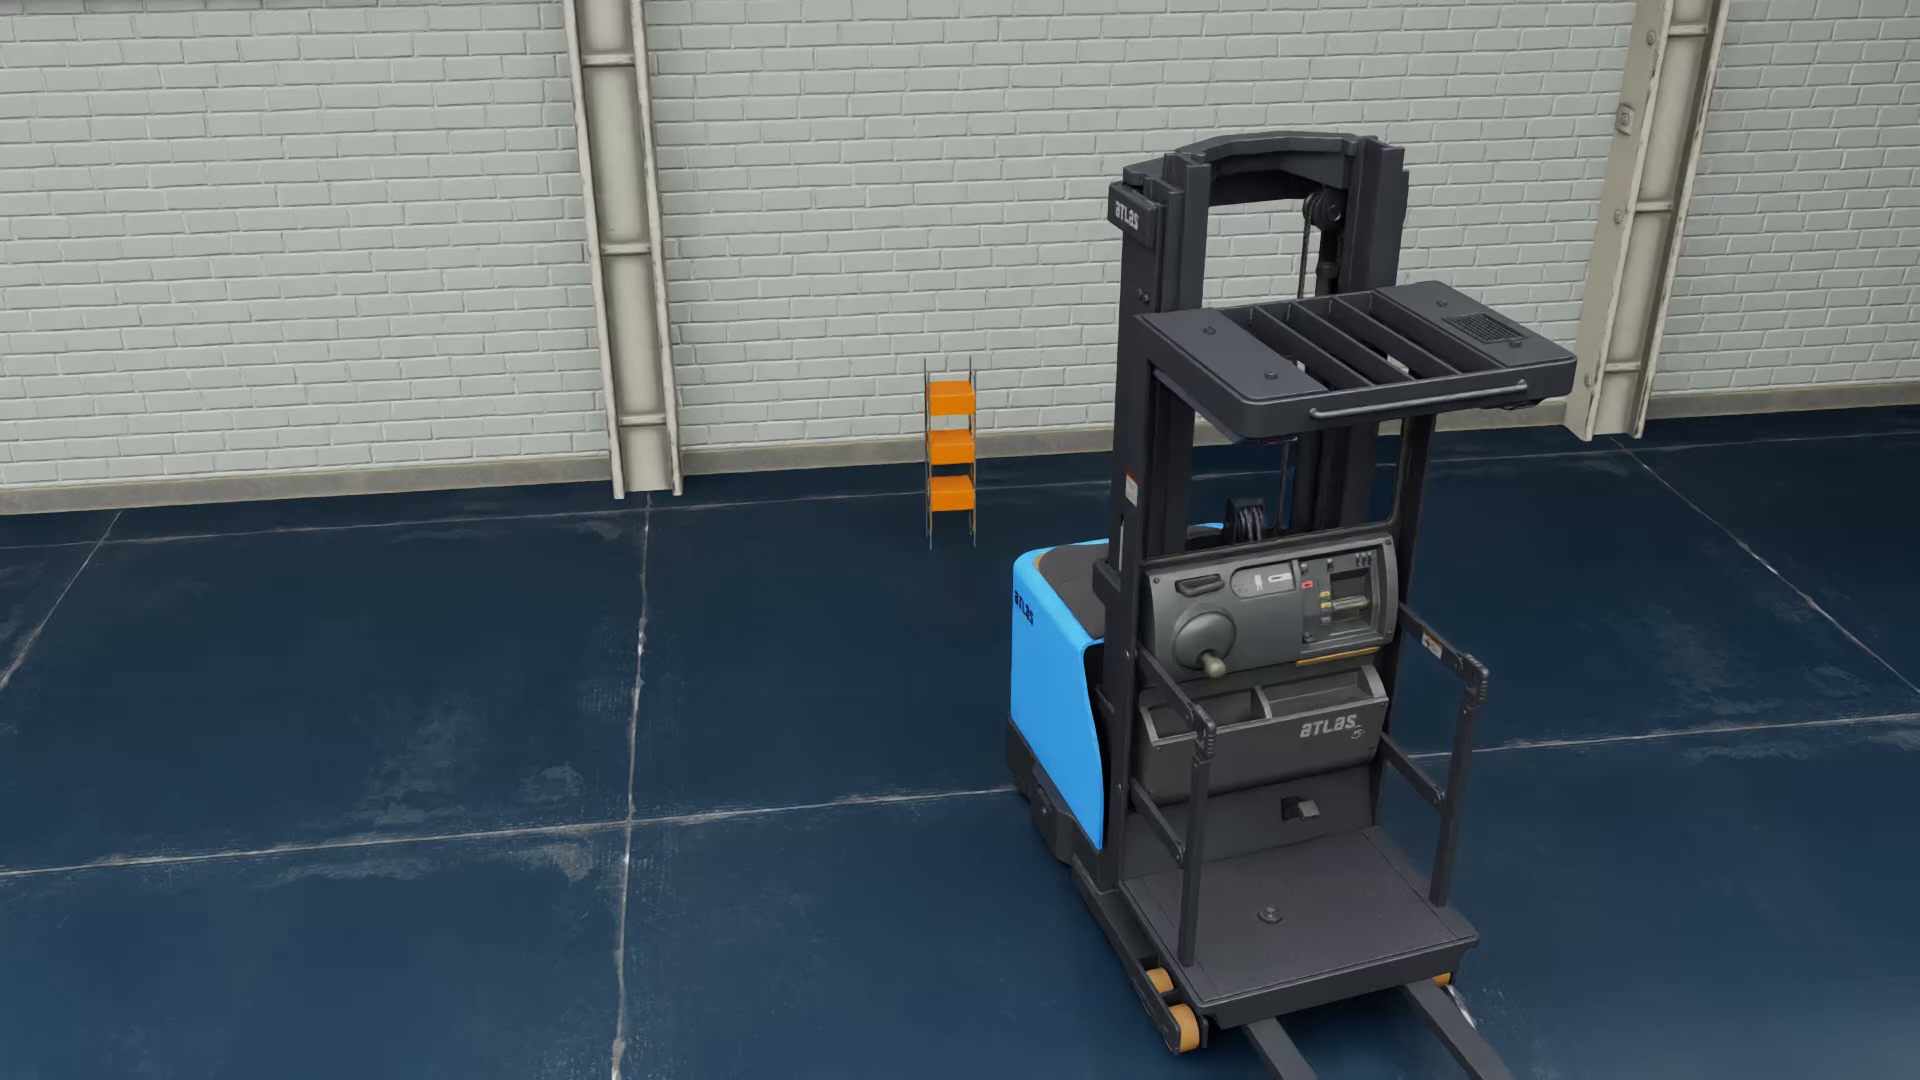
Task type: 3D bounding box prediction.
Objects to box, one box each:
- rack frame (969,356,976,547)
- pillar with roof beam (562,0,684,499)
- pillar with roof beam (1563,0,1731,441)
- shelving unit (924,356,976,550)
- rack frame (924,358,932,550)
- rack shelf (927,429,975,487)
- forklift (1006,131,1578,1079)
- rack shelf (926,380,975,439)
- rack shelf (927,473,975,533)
[{"bbox_3d":[0.068,-0.471,9.019,0.008,1.050,0.200,-4,27,-7],"label":"rack frame"},{"bbox_3d":[-1.245,-2.379,4.029,0.400,9.000,9.100,-4,27,-7],"label":"pillar with roof beam"},{"bbox_3d":[4.696,-2.760,4.773,0.400,9.000,9.100,-4,27,-7],"label":"pillar with roof beam"},{"bbox_3d":[-0.053,-0.464,9.004,0.252,1.050,0.215,-4,27,-7],"label":"shelving unit"},{"bbox_3d":[-0.174,-0.456,8.989,0.008,1.050,0.200,-4,27,-7],"label":"rack frame"},{"bbox_3d":[-0.053,-0.454,9.008,0.240,0.259,0.215,-4,27,-7],"label":"rack shelf"},{"bbox_3d":[1.150,0.268,5.517,1.130,2.935,3.031,-9,28,-16],"label":"forklift"},{"bbox_3d":[-0.053,-0.707,8.879,0.240,0.259,0.215,-4,27,-7],"label":"rack shelf"},{"bbox_3d":[-0.053,-0.207,9.135,0.240,0.259,0.215,-4,27,-7],"label":"rack shelf"}]
